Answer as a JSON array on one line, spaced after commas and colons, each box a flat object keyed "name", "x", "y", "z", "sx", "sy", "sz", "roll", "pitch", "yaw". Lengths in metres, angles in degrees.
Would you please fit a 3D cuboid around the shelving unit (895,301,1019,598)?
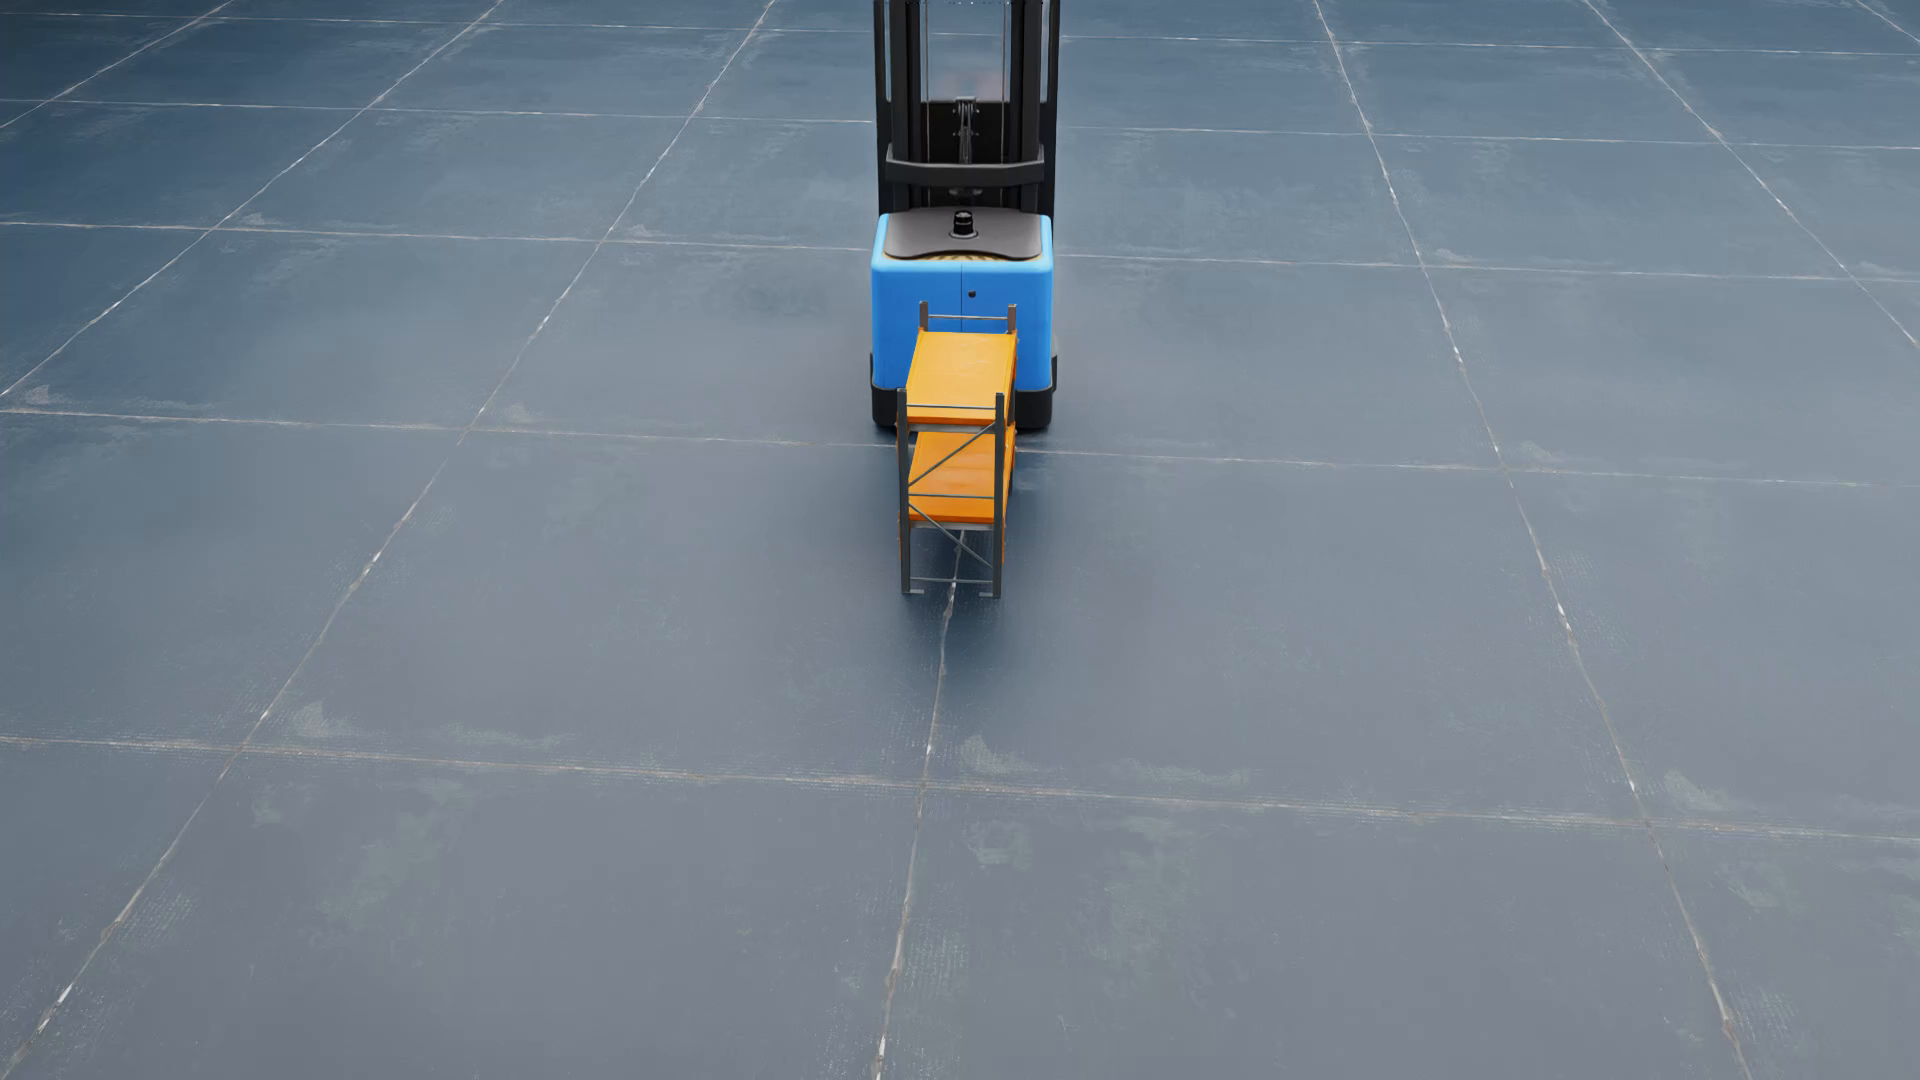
[{"name": "shelving unit", "x": -0.001, "y": -0.475, "z": 8.449, "sx": 0.538, "sy": 1.125, "sz": 1.048, "roll": 2, "pitch": 32, "yaw": 4}]

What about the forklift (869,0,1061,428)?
[{"name": "forklift", "x": 0.046, "y": -2.636, "z": 10.234, "sx": 1.130, "sy": 2.935, "sz": 3.031, "roll": 1, "pitch": 32, "yaw": 1}]

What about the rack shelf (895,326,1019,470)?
[{"name": "rack shelf", "x": -0.001, "y": -0.725, "z": 8.296, "sx": 0.538, "sy": 0.278, "sz": 1.000, "roll": 2, "pitch": 32, "yaw": 4}]

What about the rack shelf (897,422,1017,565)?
[{"name": "rack shelf", "x": -0.001, "y": -0.267, "z": 8.577, "sx": 0.538, "sy": 0.278, "sz": 1.000, "roll": 2, "pitch": 32, "yaw": 4}]

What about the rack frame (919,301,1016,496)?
[{"name": "rack frame", "x": 0.041, "y": -0.741, "z": 8.880, "sx": 0.500, "sy": 1.125, "sz": 0.032, "roll": 2, "pitch": 32, "yaw": 4}]

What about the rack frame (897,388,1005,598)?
[{"name": "rack frame", "x": -0.042, "y": -0.210, "z": 8.018, "sx": 0.500, "sy": 1.125, "sz": 0.032, "roll": 2, "pitch": 32, "yaw": 4}]
